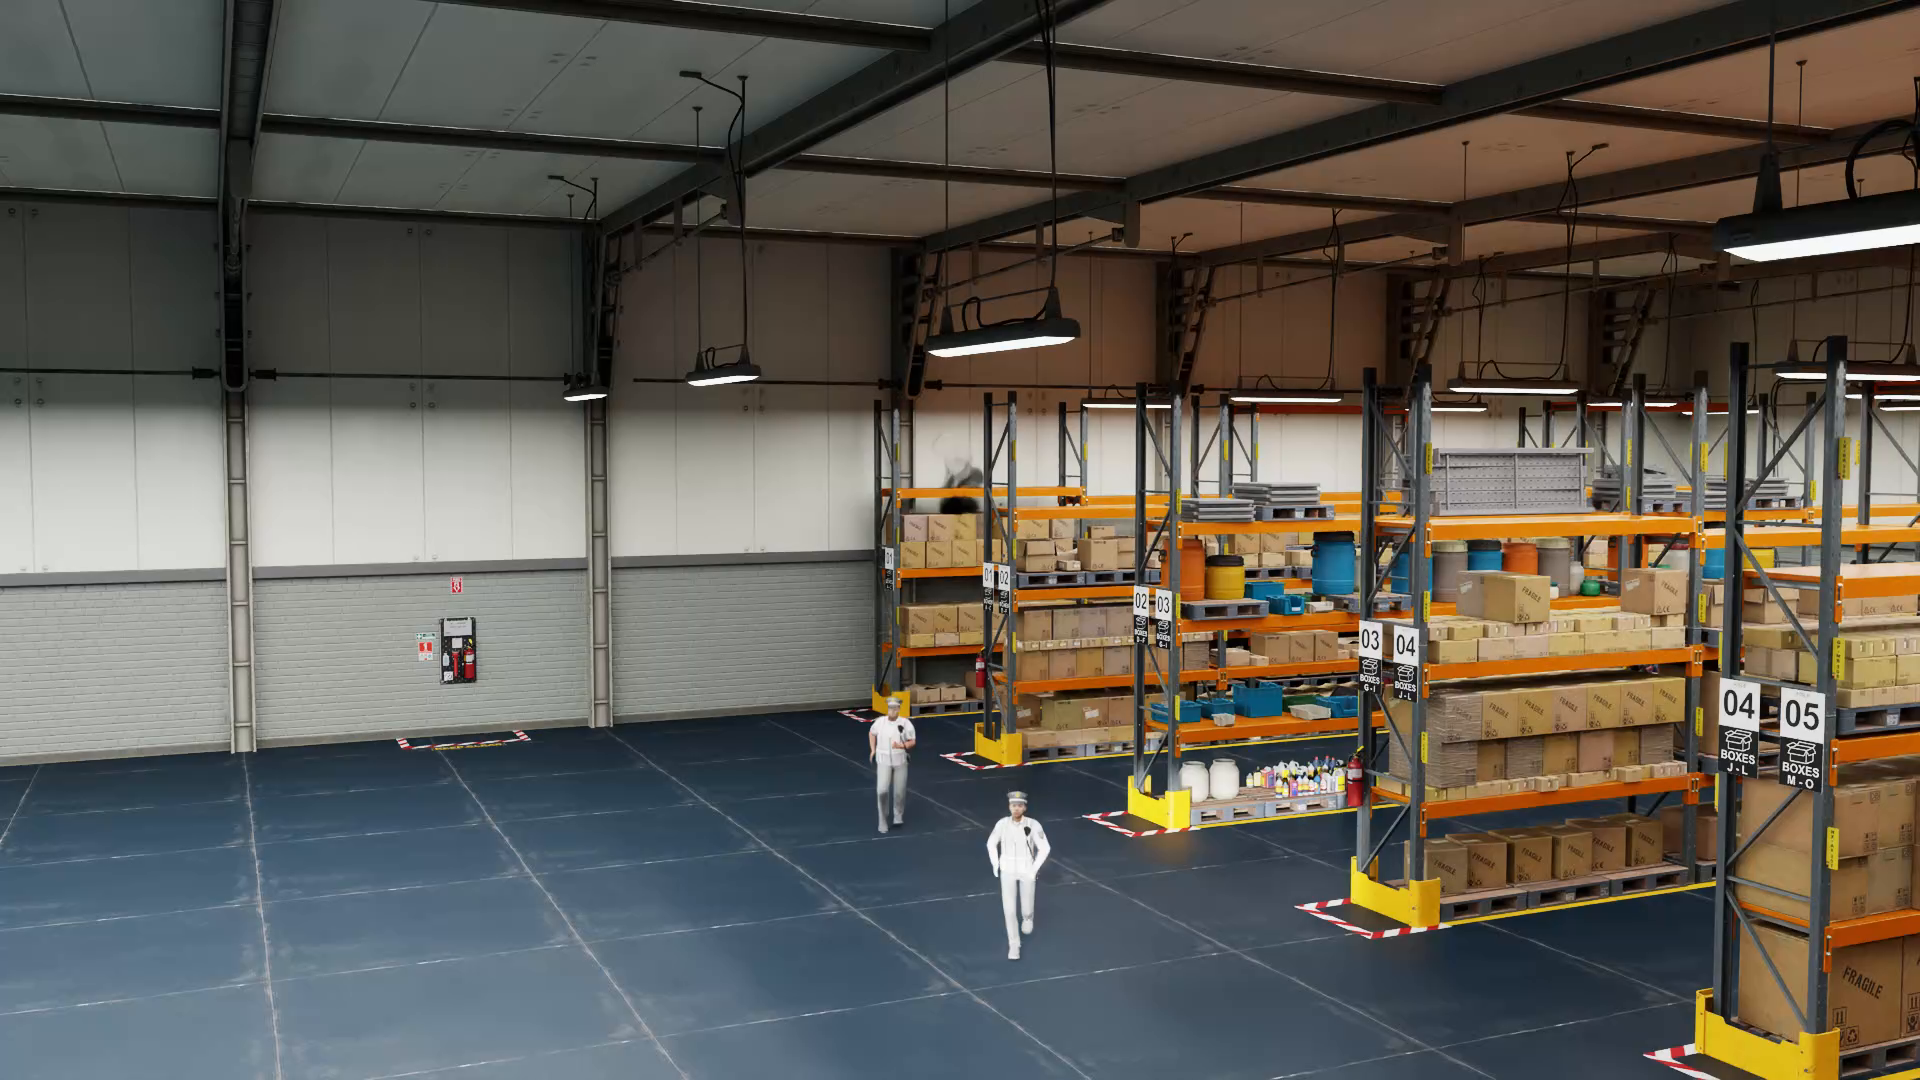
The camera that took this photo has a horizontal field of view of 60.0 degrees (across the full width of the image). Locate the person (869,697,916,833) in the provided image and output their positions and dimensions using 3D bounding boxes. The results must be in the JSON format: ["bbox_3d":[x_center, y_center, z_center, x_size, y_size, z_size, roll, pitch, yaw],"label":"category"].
[{"bbox_3d":[-0.906,3.000,22.185,0.635,1.823,0.732,0,3,0],"label":"person"}]

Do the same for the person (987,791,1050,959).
[{"bbox_3d":[0.590,3.348,16.870,0.654,1.647,0.740,0,3,8],"label":"person"}]
